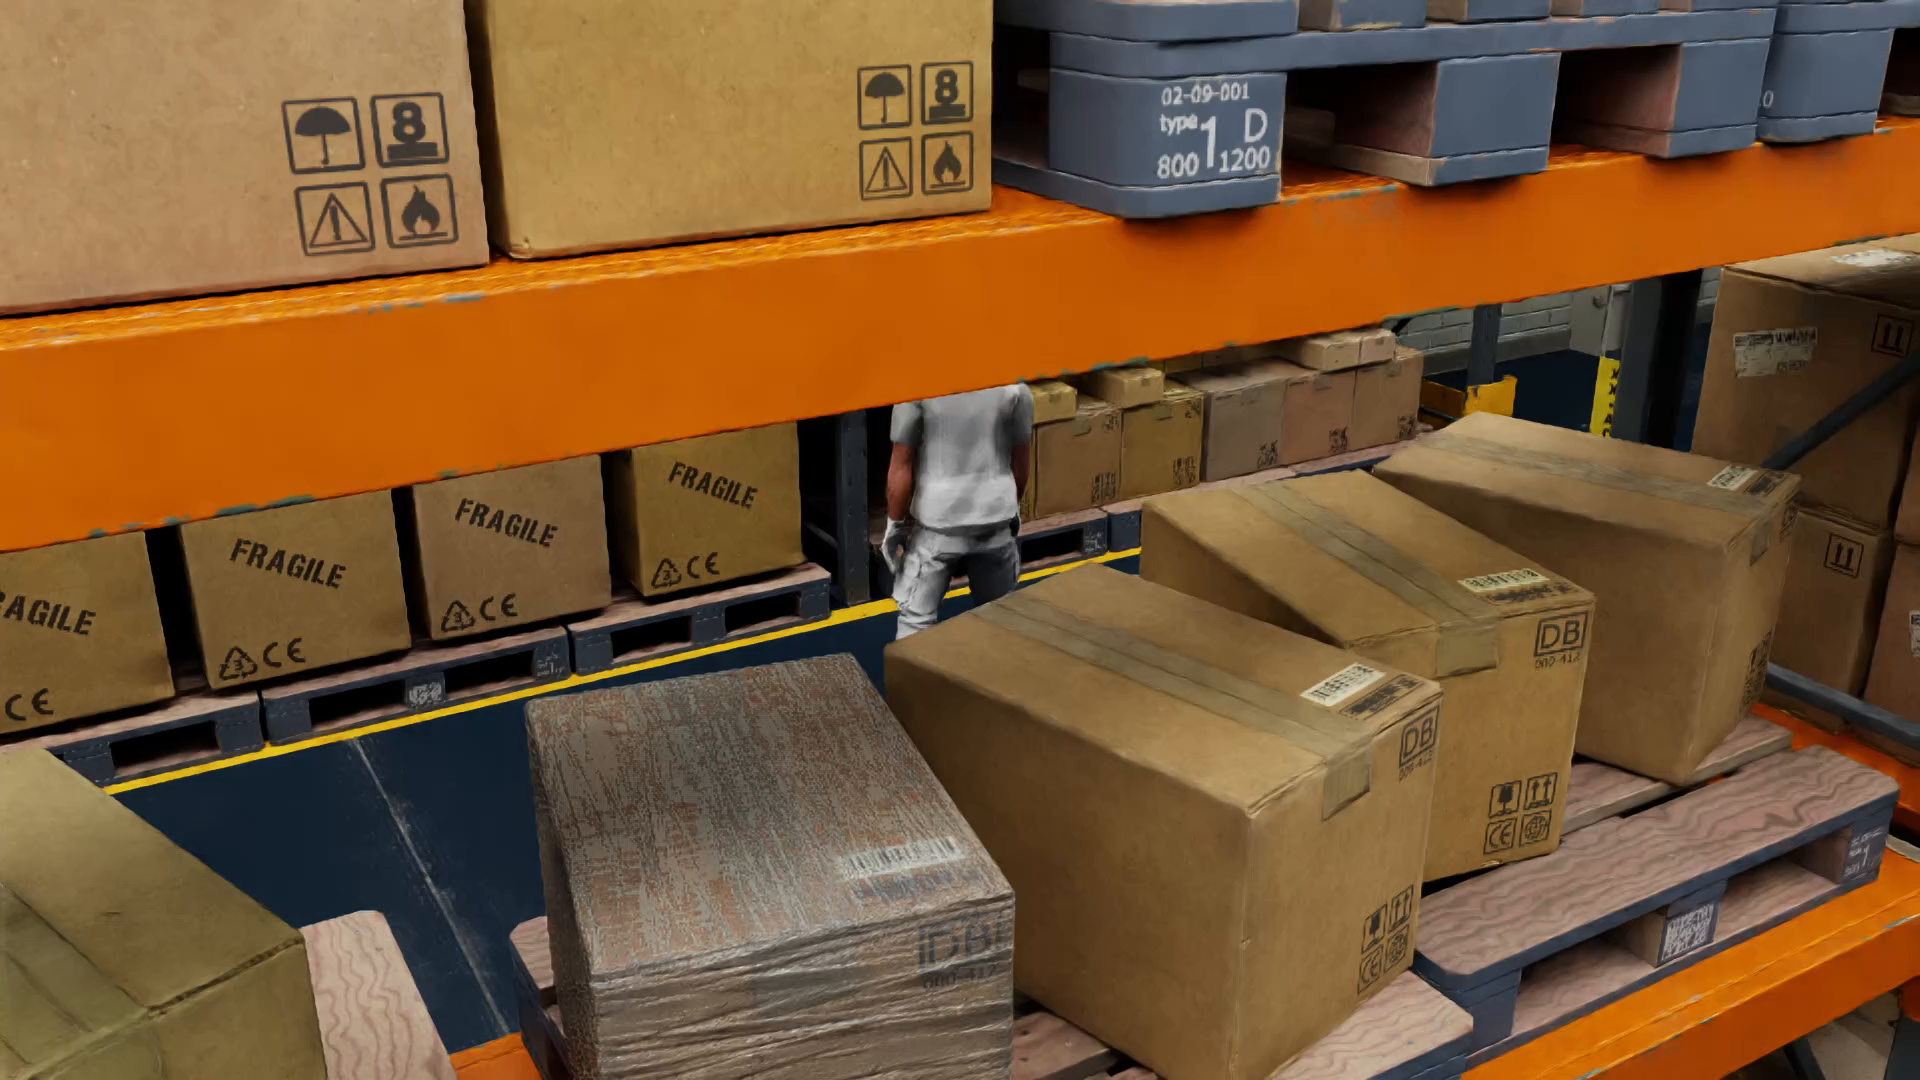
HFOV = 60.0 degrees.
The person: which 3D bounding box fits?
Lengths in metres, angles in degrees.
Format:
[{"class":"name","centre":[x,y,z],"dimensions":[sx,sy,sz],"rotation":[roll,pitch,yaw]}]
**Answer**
[{"class":"person","centre":[-0.055,-0.067,6.226],"dimensions":[0.650,1.780,0.569],"rotation":[-7,22,-16]}]
